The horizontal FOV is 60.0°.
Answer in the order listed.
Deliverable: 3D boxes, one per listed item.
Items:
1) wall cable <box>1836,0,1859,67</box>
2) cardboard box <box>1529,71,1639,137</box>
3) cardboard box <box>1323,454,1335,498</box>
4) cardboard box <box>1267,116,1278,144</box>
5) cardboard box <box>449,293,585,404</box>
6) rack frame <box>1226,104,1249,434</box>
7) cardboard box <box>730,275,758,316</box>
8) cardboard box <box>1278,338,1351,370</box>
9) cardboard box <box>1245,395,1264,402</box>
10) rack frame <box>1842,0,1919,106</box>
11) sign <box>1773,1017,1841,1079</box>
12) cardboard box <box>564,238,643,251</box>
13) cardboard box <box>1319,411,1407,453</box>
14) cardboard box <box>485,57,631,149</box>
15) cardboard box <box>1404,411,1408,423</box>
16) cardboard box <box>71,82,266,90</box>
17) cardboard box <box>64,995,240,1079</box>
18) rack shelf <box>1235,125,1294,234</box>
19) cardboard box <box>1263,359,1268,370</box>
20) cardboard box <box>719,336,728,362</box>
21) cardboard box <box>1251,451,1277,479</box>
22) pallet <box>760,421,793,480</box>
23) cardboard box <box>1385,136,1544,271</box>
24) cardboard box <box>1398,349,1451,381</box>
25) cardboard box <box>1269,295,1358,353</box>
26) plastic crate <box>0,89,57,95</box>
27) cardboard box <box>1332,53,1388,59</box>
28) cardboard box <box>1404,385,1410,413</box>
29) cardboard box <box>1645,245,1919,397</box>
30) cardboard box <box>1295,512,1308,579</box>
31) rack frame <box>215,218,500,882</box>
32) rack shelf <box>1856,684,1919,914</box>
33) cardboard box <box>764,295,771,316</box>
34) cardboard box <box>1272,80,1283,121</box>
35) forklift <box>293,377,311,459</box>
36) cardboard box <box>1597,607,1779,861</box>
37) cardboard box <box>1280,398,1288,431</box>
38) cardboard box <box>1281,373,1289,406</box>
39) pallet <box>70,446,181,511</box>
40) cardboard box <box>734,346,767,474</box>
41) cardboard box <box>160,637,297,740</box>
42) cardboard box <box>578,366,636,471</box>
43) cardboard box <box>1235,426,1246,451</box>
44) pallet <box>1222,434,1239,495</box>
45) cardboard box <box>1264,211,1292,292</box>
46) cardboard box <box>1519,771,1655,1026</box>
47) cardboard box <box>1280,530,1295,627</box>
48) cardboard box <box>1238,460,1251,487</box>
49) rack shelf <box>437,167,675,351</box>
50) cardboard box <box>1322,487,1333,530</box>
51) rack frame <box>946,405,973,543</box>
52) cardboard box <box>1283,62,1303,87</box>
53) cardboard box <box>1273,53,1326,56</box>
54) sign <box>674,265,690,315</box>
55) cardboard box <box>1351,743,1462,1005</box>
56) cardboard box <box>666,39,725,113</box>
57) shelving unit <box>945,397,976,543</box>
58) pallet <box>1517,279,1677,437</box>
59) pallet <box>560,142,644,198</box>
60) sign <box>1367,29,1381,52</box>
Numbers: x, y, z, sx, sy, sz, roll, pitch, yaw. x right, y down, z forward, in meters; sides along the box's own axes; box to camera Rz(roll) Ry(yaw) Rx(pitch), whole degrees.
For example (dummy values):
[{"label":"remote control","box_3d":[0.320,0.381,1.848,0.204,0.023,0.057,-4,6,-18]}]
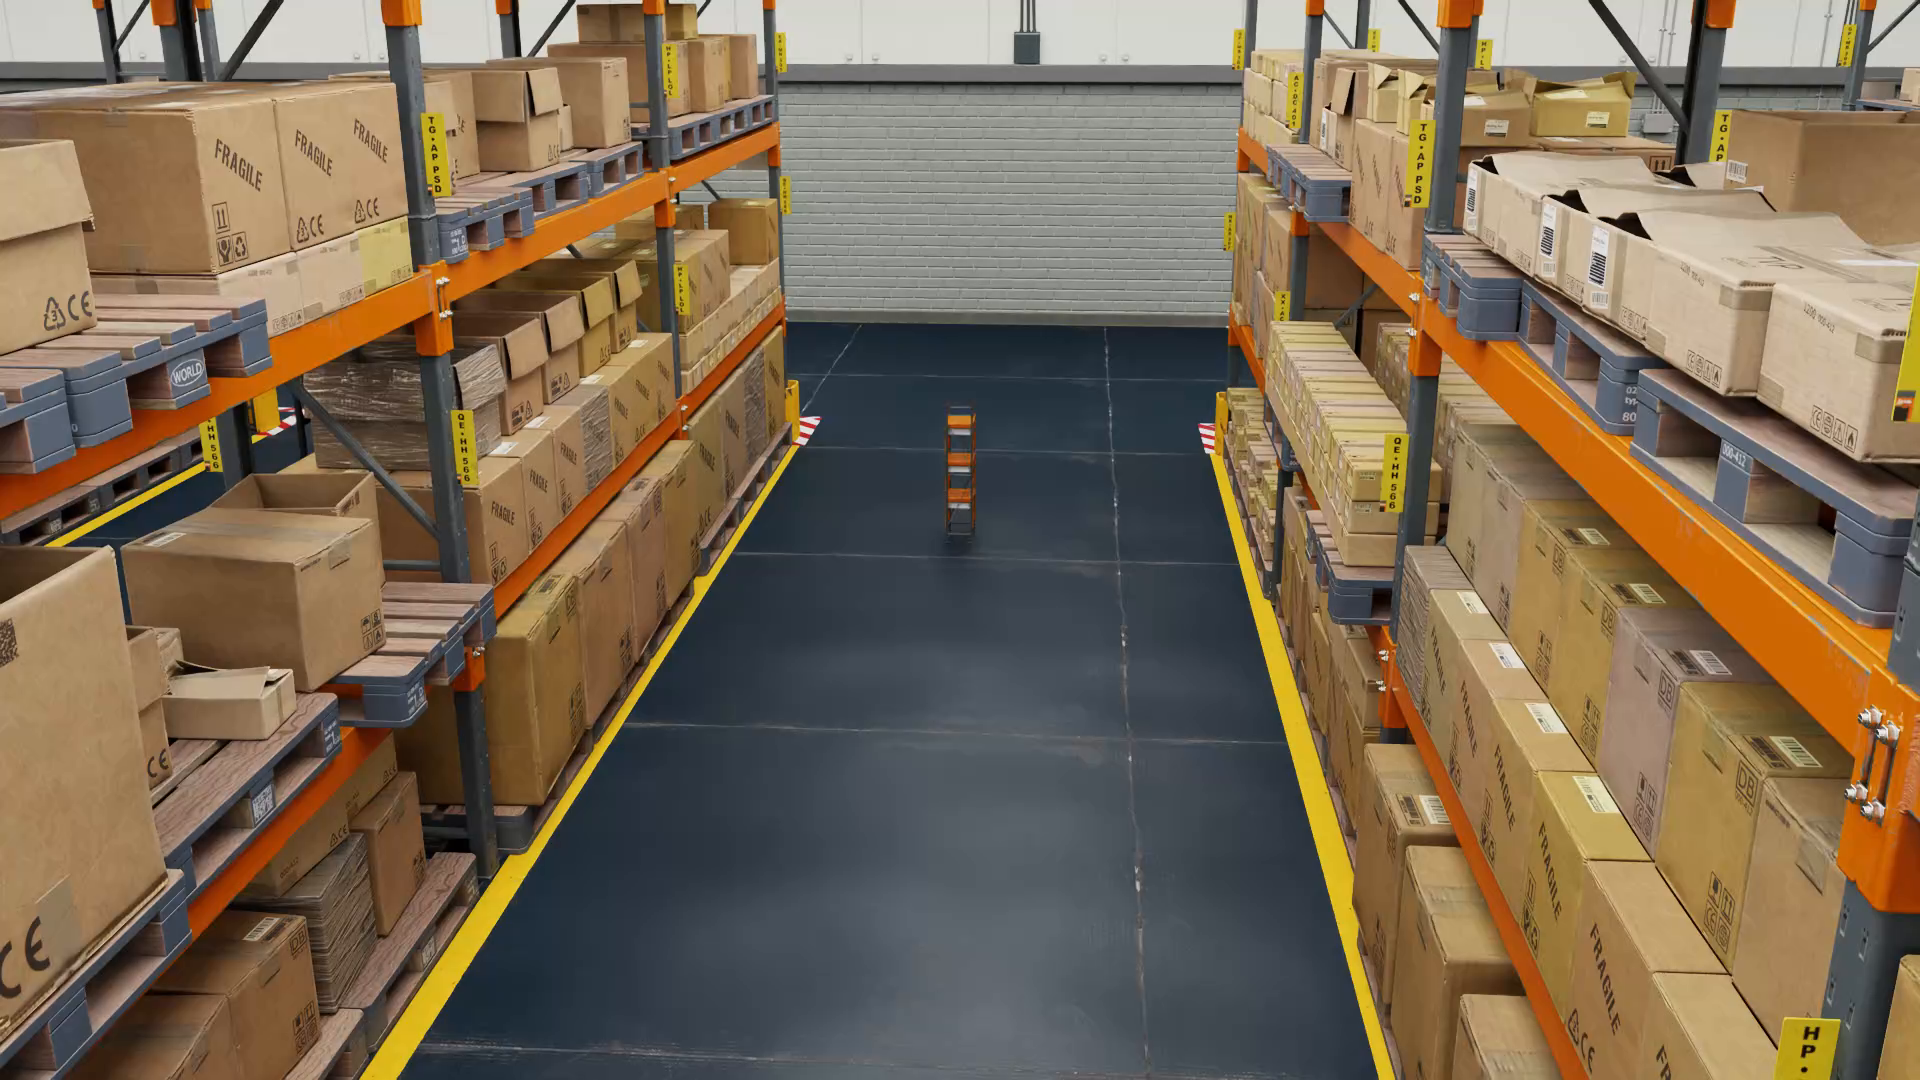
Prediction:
[{"label":"wall cable","box_3d":[11.462,-6.701,18.362,2.988,3.039,0.133,1,18,4]},{"label":"cardboard box","box_3d":[2.633,-1.862,7.081,0.396,0.266,0.258,1,18,4]},{"label":"cardboard box","box_3d":[1.907,-0.295,7.759,0.380,0.149,0.250,2,18,5]},{"label":"cardboard box","box_3d":[2.428,-2.813,11.614,0.500,0.250,0.500,1,18,3]},{"label":"cardboard box","box_3d":[-2.489,-1.049,9.037,0.797,0.503,0.637,2,18,6]},{"label":"rack frame","box_3d":[2.865,-2.230,14.412,1.000,3.000,0.127,1,18,4]},{"label":"cardboard box","box_3d":[-1.918,-1.970,13.382,0.500,0.250,0.500,1,18,2]},{"label":"cardboard box","box_3d":[2.057,-1.072,9.652,0.380,0.149,0.250,1,18,4]},{"label":"cardboard box","box_3d":[2.589,-1.114,13.955,0.380,0.149,0.250,2,18,5]},{"label":"rack frame","box_3d":[7.810,-5.002,13.236,1.000,3.000,0.127,1,18,4]},{"label":"sign","box_3d":[1.463,0.975,2.898,0.100,0.325,0.005,1,18,4]},{"label":"cardboard box","box_3d":[-2.555,-1.861,11.843,0.500,0.500,0.500,1,18,4]},{"label":"cardboard box","box_3d":[1.924,-0.513,7.946,0.380,0.149,0.250,2,18,6]},{"label":"cardboard box","box_3d":[-2.393,-2.622,9.956,0.700,0.500,0.500,2,18,5]},{"label":"cardboard box","box_3d":[2.677,-0.618,9.220,0.380,0.149,0.250,1,18,2]},{"label":"cardboard box","box_3d":[-2.939,-1.458,6.274,0.500,0.500,0.500,1,18,4]},{"label":"cardboard box","box_3d":[-2.777,1.822,5.354,0.700,0.500,0.500,0,18,-1]},{"label":"rack shelf","box_3d":[2.722,-2.693,12.161,1.077,0.370,4.000,1,18,4]},{"label":"cardboard box","box_3d":[2.387,-1.291,11.949,0.380,0.149,0.250,1,18,2]},{"label":"cardboard box","box_3d":[-1.936,-1.420,12.342,0.380,0.149,0.250,1,18,3]},{"label":"cardboard box","box_3d":[2.358,-0.554,12.246,0.380,0.149,0.250,0,18,1]},{"label":"pallet","box_3d":[-2.054,-0.797,14.517,1.003,0.211,1.213,1,18,4]},{"label":"cardboard box","box_3d":[2.079,-1.402,6.905,0.500,0.500,0.500,1,18,4]},{"label":"cardboard box","box_3d":[2.687,-0.977,9.360,0.380,0.149,0.250,1,18,4]},{"label":"cardboard box","box_3d":[2.331,-1.333,11.036,0.500,0.500,0.500,1,18,4]},{"label":"plastic crate","box_3d":[-7.399,-3.410,13.296,0.504,0.338,0.767,1,18,4]},{"label":"cardboard box","box_3d":[3.012,-3.586,12.529,0.380,0.149,0.250,1,18,3]},{"label":"cardboard box","box_3d":[2.673,-0.757,9.167,0.380,0.149,0.250,0,18,1]},{"label":"cardboard box","box_3d":[1.874,-0.493,3.699,0.500,0.250,0.500,1,18,3]},{"label":"cardboard box","box_3d":[2.226,0.033,9.640,0.500,0.250,0.500,2,18,5]},{"label":"rack frame","box_3d":[-2.648,0.112,7.263,1.000,3.000,0.127,1,18,4]},{"label":"rack shelf","box_3d":[1.862,1.034,0.787,1.077,0.370,4.000,1,18,4]},{"label":"cardboard box","box_3d":[-1.808,-1.976,14.039,0.380,0.149,0.250,1,18,4]},{"label":"cardboard box","box_3d":[2.440,-3.052,11.541,0.500,0.250,0.500,2,18,6]},{"label":"forklift","box_3d":[-4.556,-1.654,12.762,1.130,2.935,3.031,1,18,2]},{"label":"cardboard box","box_3d":[2.106,0.503,4.304,0.700,0.500,0.500,1,18,4]},{"label":"cardboard box","box_3d":[2.037,-0.714,9.515,0.380,0.149,0.250,1,18,4]},{"label":"cardboard box","box_3d":[2.039,-0.856,9.469,0.380,0.149,0.250,1,18,2]},{"label":"pallet","box_3d":[-7.203,-0.525,13.685,1.003,0.211,1.213,1,18,4]},{"label":"cardboard box","box_3d":[-2.106,-1.079,13.636,0.875,0.875,0.875,1,18,4]},{"label":"cardboard box","box_3d":[-2.498,0.501,5.619,0.396,0.266,0.258,1,18,2]},{"label":"cardboard box","box_3d":[-2.195,-0.710,9.613,0.500,0.500,0.500,1,18,3]},{"label":"cardboard box","box_3d":[2.440,-0.820,13.536,0.380,0.149,0.250,2,18,6]},{"label":"pallet","box_3d":[2.766,-0.630,14.006,1.003,0.211,1.213,1,18,4]},{"label":"cardboard box","box_3d":[2.374,-1.965,11.357,0.500,0.500,0.500,1,18,2]},{"label":"cardboard box","box_3d":[1.848,0.967,4.493,0.500,0.500,0.500,1,18,4]},{"label":"cardboard box","box_3d":[2.261,0.224,10.262,0.500,0.500,0.500,2,18,6]},{"label":"cardboard box","box_3d":[2.405,-0.525,13.113,0.380,0.149,0.250,0,18,1]},{"label":"rack shelf","box_3d":[-2.505,-1.592,8.804,1.077,0.370,4.000,1,18,4]},{"label":"cardboard box","box_3d":[1.906,-0.146,7.781,0.380,0.149,0.250,2,18,5]},{"label":"rack frame","box_3d":[-0.005,-0.478,12.195,0.200,1.050,0.008,1,18,4]},{"label":"cardboard box","box_3d":[2.312,-3.031,10.838,0.380,0.149,0.250,1,18,4]},{"label":"cardboard box","box_3d":[2.555,-3.597,12.562,0.380,0.149,0.250,2,18,5]},{"label":"sign","box_3d":[-1.820,-1.633,10.859,0.100,0.325,0.005,1,18,4]},{"label":"cardboard box","box_3d":[2.158,1.311,6.543,1.050,0.750,0.750,1,18,3]},{"label":"cardboard box","box_3d":[-2.143,-3.420,12.232,0.700,0.500,0.500,2,18,6]},{"label":"shelving unit","box_3d":[0.004,-0.516,12.310,0.215,1.050,0.252,1,18,4]},{"label":"pallet","box_3d":[2.221,-0.533,4.717,1.003,0.211,1.213,2,18,6]},{"label":"pallet","box_3d":[-2.378,-2.179,9.745,0.805,0.209,1.217,1,18,2]},{"label":"sign","box_3d":[3.417,-4.058,13.750,0.100,0.325,0.005,1,18,4]}]
